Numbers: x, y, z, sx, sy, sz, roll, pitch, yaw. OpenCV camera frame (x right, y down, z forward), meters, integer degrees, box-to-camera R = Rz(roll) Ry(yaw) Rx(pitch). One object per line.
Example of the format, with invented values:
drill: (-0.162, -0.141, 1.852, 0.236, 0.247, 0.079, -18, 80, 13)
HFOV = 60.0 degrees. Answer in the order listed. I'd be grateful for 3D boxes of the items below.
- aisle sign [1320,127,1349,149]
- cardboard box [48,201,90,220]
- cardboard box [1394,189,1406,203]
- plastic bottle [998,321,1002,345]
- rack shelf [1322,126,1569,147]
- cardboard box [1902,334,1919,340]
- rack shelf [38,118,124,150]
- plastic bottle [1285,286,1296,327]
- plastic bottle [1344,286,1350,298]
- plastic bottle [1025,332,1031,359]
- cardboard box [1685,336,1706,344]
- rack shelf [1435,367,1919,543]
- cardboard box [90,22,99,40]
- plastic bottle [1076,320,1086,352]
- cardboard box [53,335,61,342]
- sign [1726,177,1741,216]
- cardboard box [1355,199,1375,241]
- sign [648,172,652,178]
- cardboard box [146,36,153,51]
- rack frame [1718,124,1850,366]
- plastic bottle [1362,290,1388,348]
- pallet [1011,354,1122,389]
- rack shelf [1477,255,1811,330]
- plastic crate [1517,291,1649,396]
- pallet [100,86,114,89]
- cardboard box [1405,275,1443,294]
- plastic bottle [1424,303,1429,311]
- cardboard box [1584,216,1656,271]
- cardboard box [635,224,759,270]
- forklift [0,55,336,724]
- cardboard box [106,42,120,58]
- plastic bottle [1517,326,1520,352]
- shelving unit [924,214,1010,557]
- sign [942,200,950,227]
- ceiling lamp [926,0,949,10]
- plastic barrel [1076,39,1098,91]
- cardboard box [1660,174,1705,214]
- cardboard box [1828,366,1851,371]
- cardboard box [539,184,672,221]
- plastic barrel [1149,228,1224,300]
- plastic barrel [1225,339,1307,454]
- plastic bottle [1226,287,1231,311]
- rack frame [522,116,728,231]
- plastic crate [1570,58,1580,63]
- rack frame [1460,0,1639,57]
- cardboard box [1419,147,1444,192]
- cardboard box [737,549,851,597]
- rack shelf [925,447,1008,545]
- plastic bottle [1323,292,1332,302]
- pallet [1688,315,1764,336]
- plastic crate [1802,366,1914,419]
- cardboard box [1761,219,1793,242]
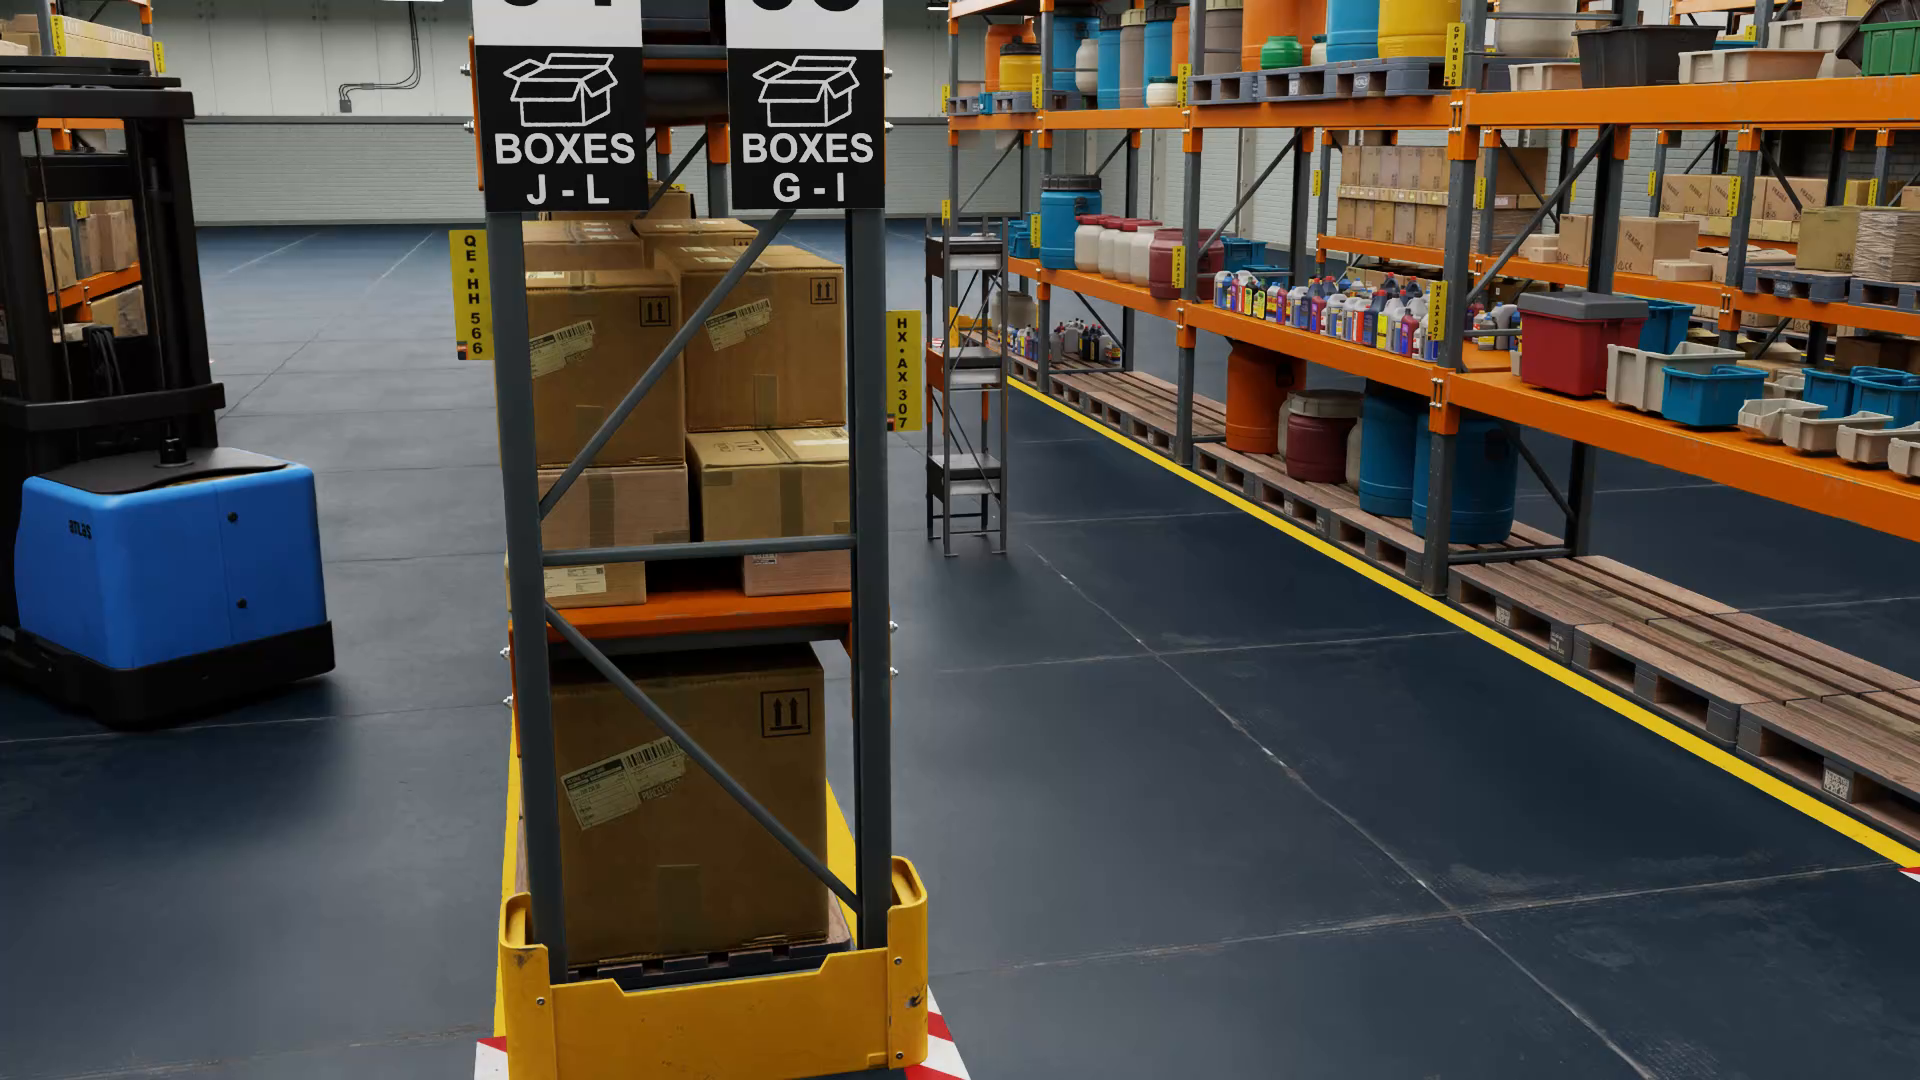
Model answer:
aisle sign: (4.865, -5.469, 21.516, 0.394, 0.787, 0.004, -3, 14, -13)
cardboard box: (-8.411, -3.166, 14.973, 0.875, 0.550, 0.550, -3, 14, -13)
cardboard box: (5.421, -4.115, 19.872, 0.380, 0.149, 0.250, -3, 14, -13)
plastic bottle: (0.486, -2.386, 19.194, 0.097, 0.271, 0.097, 0, 14, 0)
rack shelf: (5.648, -4.855, 19.673, 1.077, 0.370, 4.000, -3, 14, -13)
cardboard box: (11.121, -2.393, 18.742, 0.700, 0.500, 0.500, -3, 14, -11)
rack shelf: (-8.827, -4.050, 16.380, 1.077, 0.370, 4.000, -3, 14, -13)
plastic bottle: (2.301, -1.613, 11.478, 0.097, 0.271, 0.097, 0, 14, 0)
plastic bottle: (2.883, -1.773, 12.284, 0.097, 0.201, 0.097, 0, 14, 0)
plastic bottle: (0.747, -2.117, 18.067, 0.061, 0.283, 0.133, -2, 14, -9)
cardboard box: (6.566, -1.730, 15.416, 0.500, 0.311, 0.500, -4, 14, -14)
rack shelf: (3.651, -0.354, 7.571, 1.077, 0.370, 4.000, -3, 14, -13)
cardboard box: (-8.354, -4.794, 15.664, 0.380, 0.149, 0.250, -3, 14, -13)
plastic bottle: (1.372, -2.288, 18.627, 0.144, 0.351, 0.185, -3, 14, -14)
cardboard box: (-7.901, -1.231, 13.502, 1.050, 0.750, 0.750, -3, 14, -13)
sign: (6.518, -2.894, 14.011, 0.100, 0.325, 0.005, -3, 14, -13)
cardboard box: (5.404, -4.028, 20.882, 0.700, 0.500, 0.500, -3, 14, -12)
sign: (-2.974, -3.329, 15.791, 0.100, 0.325, 0.005, -3, 14, -13)
cardboard box: (-8.888, -5.320, 17.816, 0.380, 0.149, 0.250, -3, 14, -13)
rack frame: (7.057, -2.363, 14.278, 1.000, 3.000, 0.127, -3, 14, -13)
plastic bottle: (2.604, -1.377, 10.348, 0.144, 0.351, 0.185, -3, 14, -13)
pallet: (1.185, -1.813, 17.903, 1.003, 0.211, 1.213, -3, 14, -13)
rack shelf: (6.587, -2.475, 16.252, 1.077, 0.370, 4.000, -3, 14, -13)
plastic crate: (3.147, -1.005, 8.460, 0.402, 0.464, 0.583, -3, 14, -13)
pallet: (-8.822, -4.365, 16.342, 1.003, 0.211, 1.213, -3, 14, -13)
cardboard box: (5.569, -2.844, 19.577, 0.500, 0.500, 0.500, -3, 14, -13)
plastic bottle: (3.077, -1.438, 10.753, 0.152, 0.276, 0.135, -3, 14, -13)
cardboard box: (6.524, -2.919, 16.344, 0.500, 0.500, 0.500, -3, 14, -13)
cardboard box: (-1.152, -1.118, 7.291, 0.500, 0.500, 0.500, -3, 14, -13)
forklift: (-4.488, -0.868, 8.302, 3.031, 2.935, 1.130, 11, 18, 39)
cardboard box: (-8.559, -4.740, 16.283, 0.500, 0.250, 0.500, -3, 14, -13)
plastic bottle: (3.433, -1.233, 10.073, 0.097, 0.201, 0.097, 0, 14, 0)
shelving unit: (0.039, -0.982, 10.522, 0.431, 2.100, 0.503, -3, 14, -13)
sign: (-0.173, -4.038, 20.551, 0.100, 0.325, 0.005, -3, 14, -13)
ceiling lamp: (0.038, -15.875, 44.645, 2.000, 3.185, 0.800, -3, 14, -13)
plastic barrel: (1.392, -4.836, 16.961, 0.421, 0.512, 0.421, 0, 14, 0)
cardboard box: (9.813, -4.660, 22.373, 0.500, 0.500, 0.500, -3, 14, -13)
cardboard box: (7.505, -1.160, 13.693, 0.500, 0.500, 0.500, -3, 14, -11)
cardboard box: (-2.103, -1.873, 9.949, 0.797, 0.503, 0.637, -3, 14, -11)
plastic barrel: (1.838, -2.244, 13.505, 0.600, 0.536, 0.708, -3, 14, -13)
plastic barrel: (2.373, -1.125, 12.901, 0.600, 0.830, 0.708, -3, 14, -13)
plastic bottle: (2.052, -1.823, 12.485, 0.097, 0.201, 0.097, 0, 14, 0)
rack frame: (-1.634, -0.889, 8.245, 1.000, 3.000, 0.127, -3, 14, -13)
plastic crate: (3.574, -2.438, 8.713, 0.450, 0.188, 0.662, -3, 14, -13)
rack frame: (3.181, -4.079, 8.663, 1.000, 3.000, 0.127, -3, 14, -13)
cardboard box: (5.771, -4.298, 19.257, 0.700, 0.500, 0.500, -3, 14, -13)
cardboard box: (-0.457, 0.056, 4.908, 0.380, 0.149, 0.250, -3, 14, -13)
rack shelf: (0.039, -0.289, 10.691, 0.431, 0.518, 0.480, -3, 14, -13)
plastic bottle: (2.458, -1.520, 11.099, 0.097, 0.271, 0.097, 0, 14, 0)
pallet: (10.167, -2.924, 22.450, 1.003, 0.211, 1.213, -3, 14, -13)
plastic crate: (4.003, -0.638, 7.445, 0.416, 0.233, 0.300, -3, 14, -13)
cardboard box: (10.284, -3.822, 20.526, 0.500, 0.250, 0.500, -3, 14, -13)
